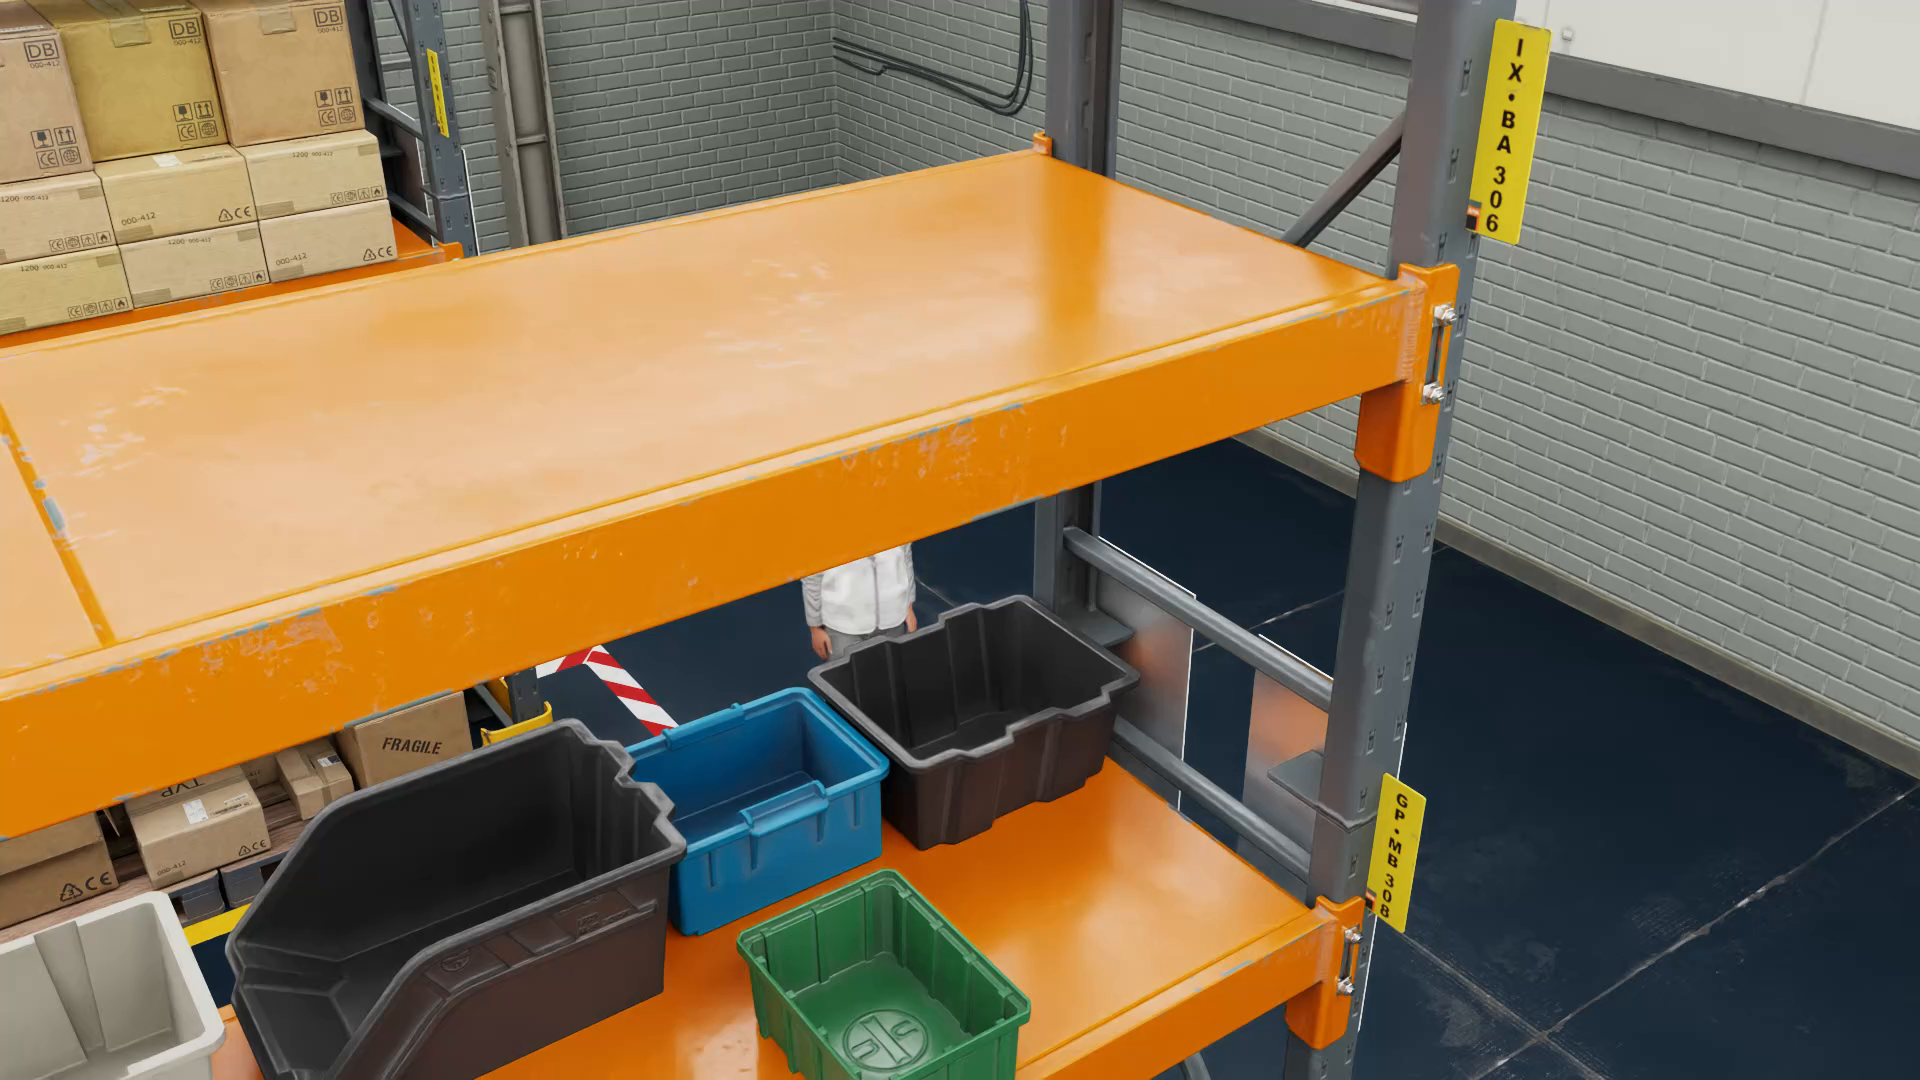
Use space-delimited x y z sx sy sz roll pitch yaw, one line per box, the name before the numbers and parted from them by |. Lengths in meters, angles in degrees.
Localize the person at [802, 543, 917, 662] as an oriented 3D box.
person | -0.461 0.375 7.941 0.552 1.778 0.533 -13 31 -22
